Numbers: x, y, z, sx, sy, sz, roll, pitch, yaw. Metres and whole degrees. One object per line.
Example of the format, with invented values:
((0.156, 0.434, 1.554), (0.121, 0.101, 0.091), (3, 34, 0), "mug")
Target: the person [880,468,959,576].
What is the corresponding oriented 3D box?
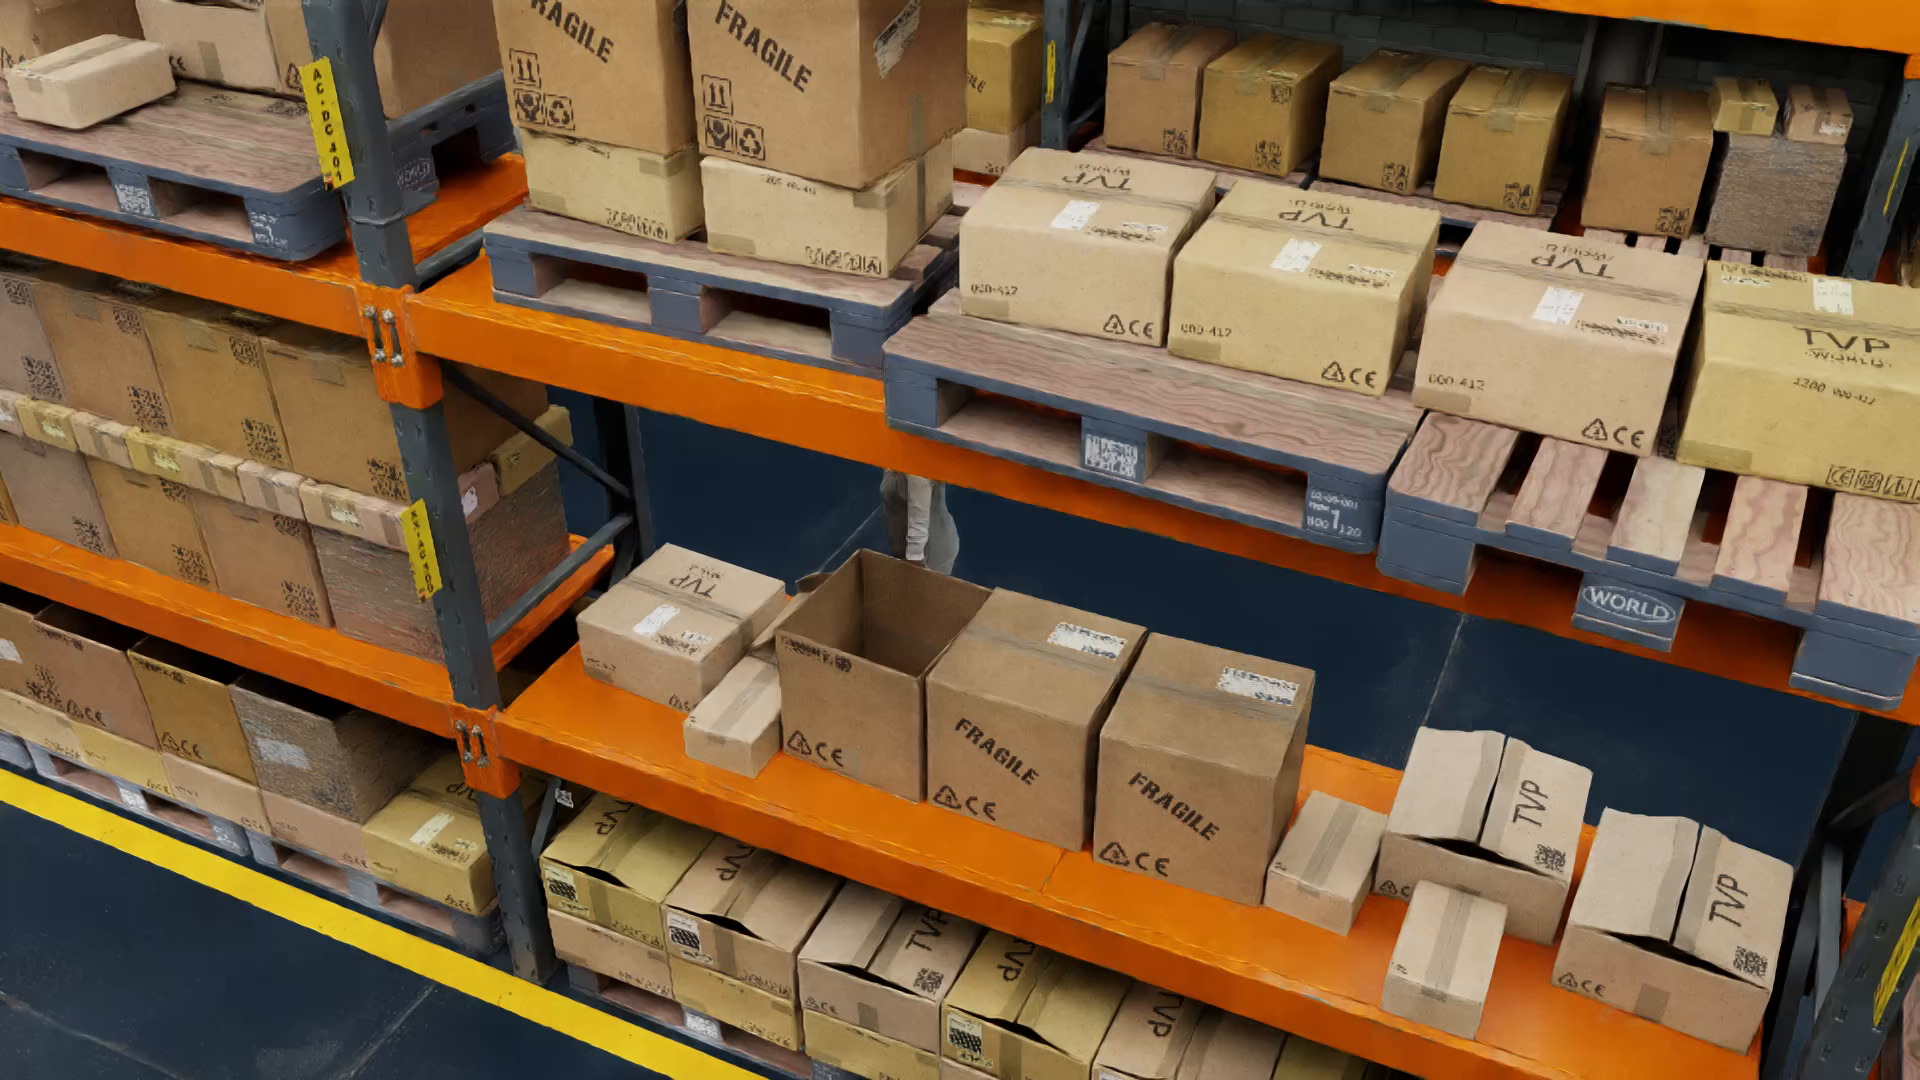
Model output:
((-0.138, 0.065, 7.049), (0.369, 1.608, 0.464), (2, 34, 2), "person")
